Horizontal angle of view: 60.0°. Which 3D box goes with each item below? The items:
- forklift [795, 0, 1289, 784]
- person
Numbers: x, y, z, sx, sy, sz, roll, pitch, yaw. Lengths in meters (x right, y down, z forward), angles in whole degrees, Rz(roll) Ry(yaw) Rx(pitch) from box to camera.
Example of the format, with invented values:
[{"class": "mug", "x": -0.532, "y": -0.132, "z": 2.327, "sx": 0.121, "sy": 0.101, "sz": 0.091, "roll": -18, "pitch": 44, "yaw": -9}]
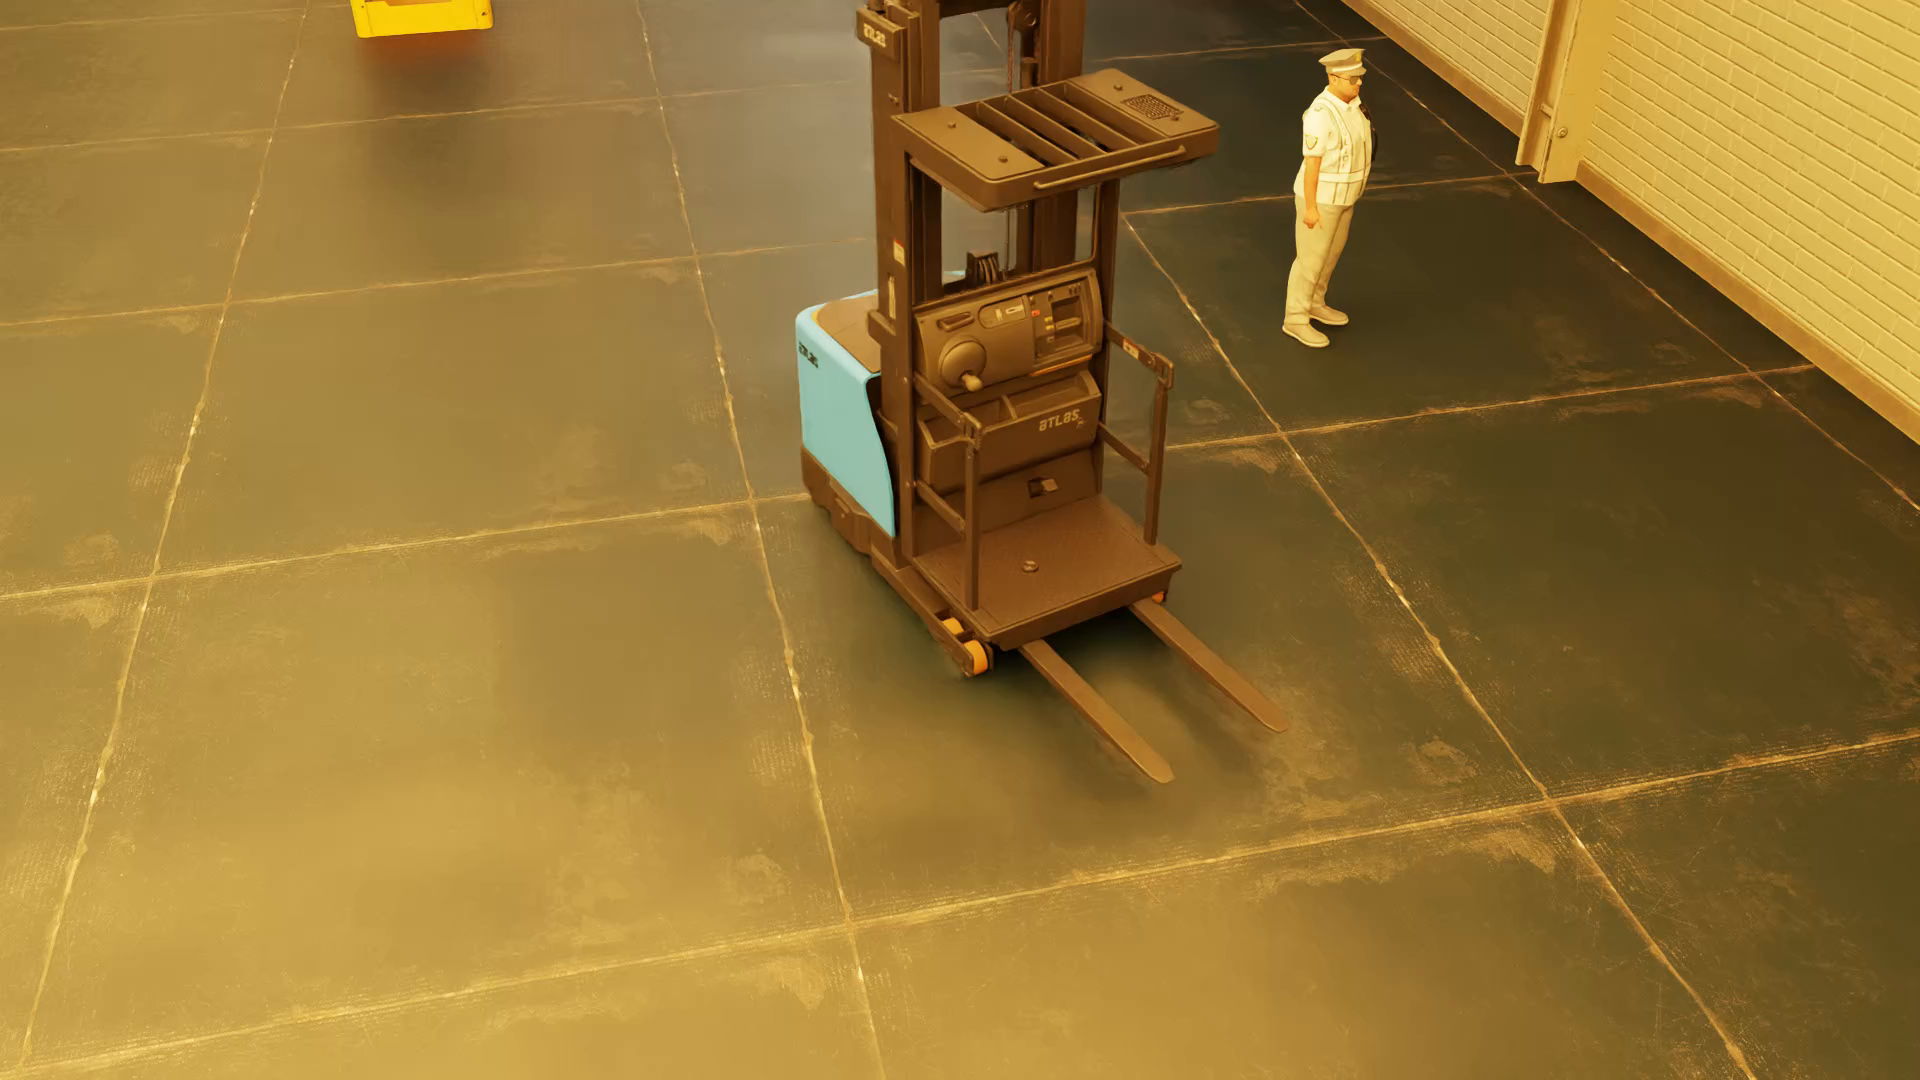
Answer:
[{"class": "forklift", "x": 0.342, "y": -0.871, "z": 7.261, "sx": 1.130, "sy": 2.935, "sz": 3.031, "roll": -19, "pitch": 40, "yaw": -25}, {"class": "person", "x": 2.205, "y": -2.060, "z": 9.907, "sx": 0.396, "sy": 1.774, "sz": 0.523, "roll": 21, "pitch": 41, "yaw": 27}]
